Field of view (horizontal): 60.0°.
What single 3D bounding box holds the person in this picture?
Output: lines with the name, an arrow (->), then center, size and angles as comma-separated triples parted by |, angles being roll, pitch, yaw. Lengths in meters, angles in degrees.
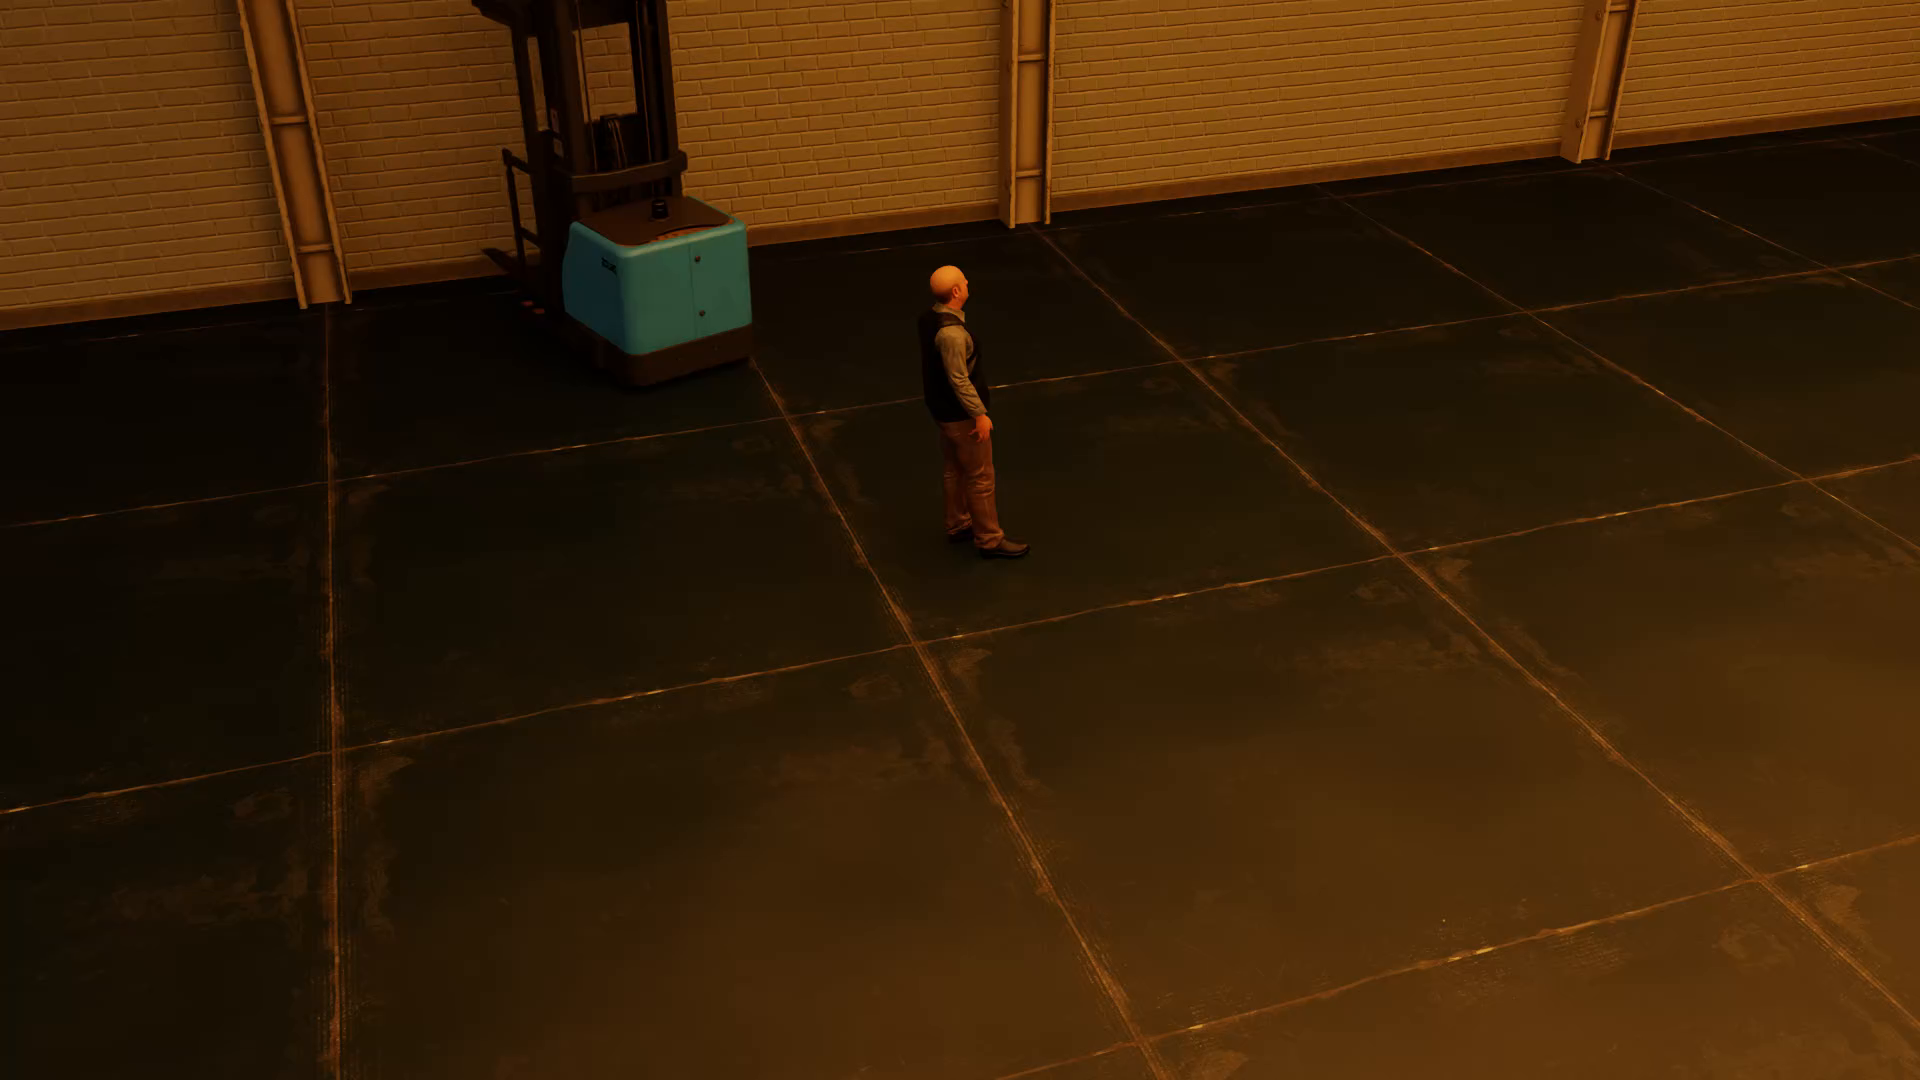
person -> 0.062, -0.759, 9.604 | 0.566, 1.722, 0.634 | -10, 31, -16

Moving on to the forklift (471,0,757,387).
forklift -> -2.805, -3.028, 12.350 | 1.130, 2.935, 3.031 | -21, 36, -32
